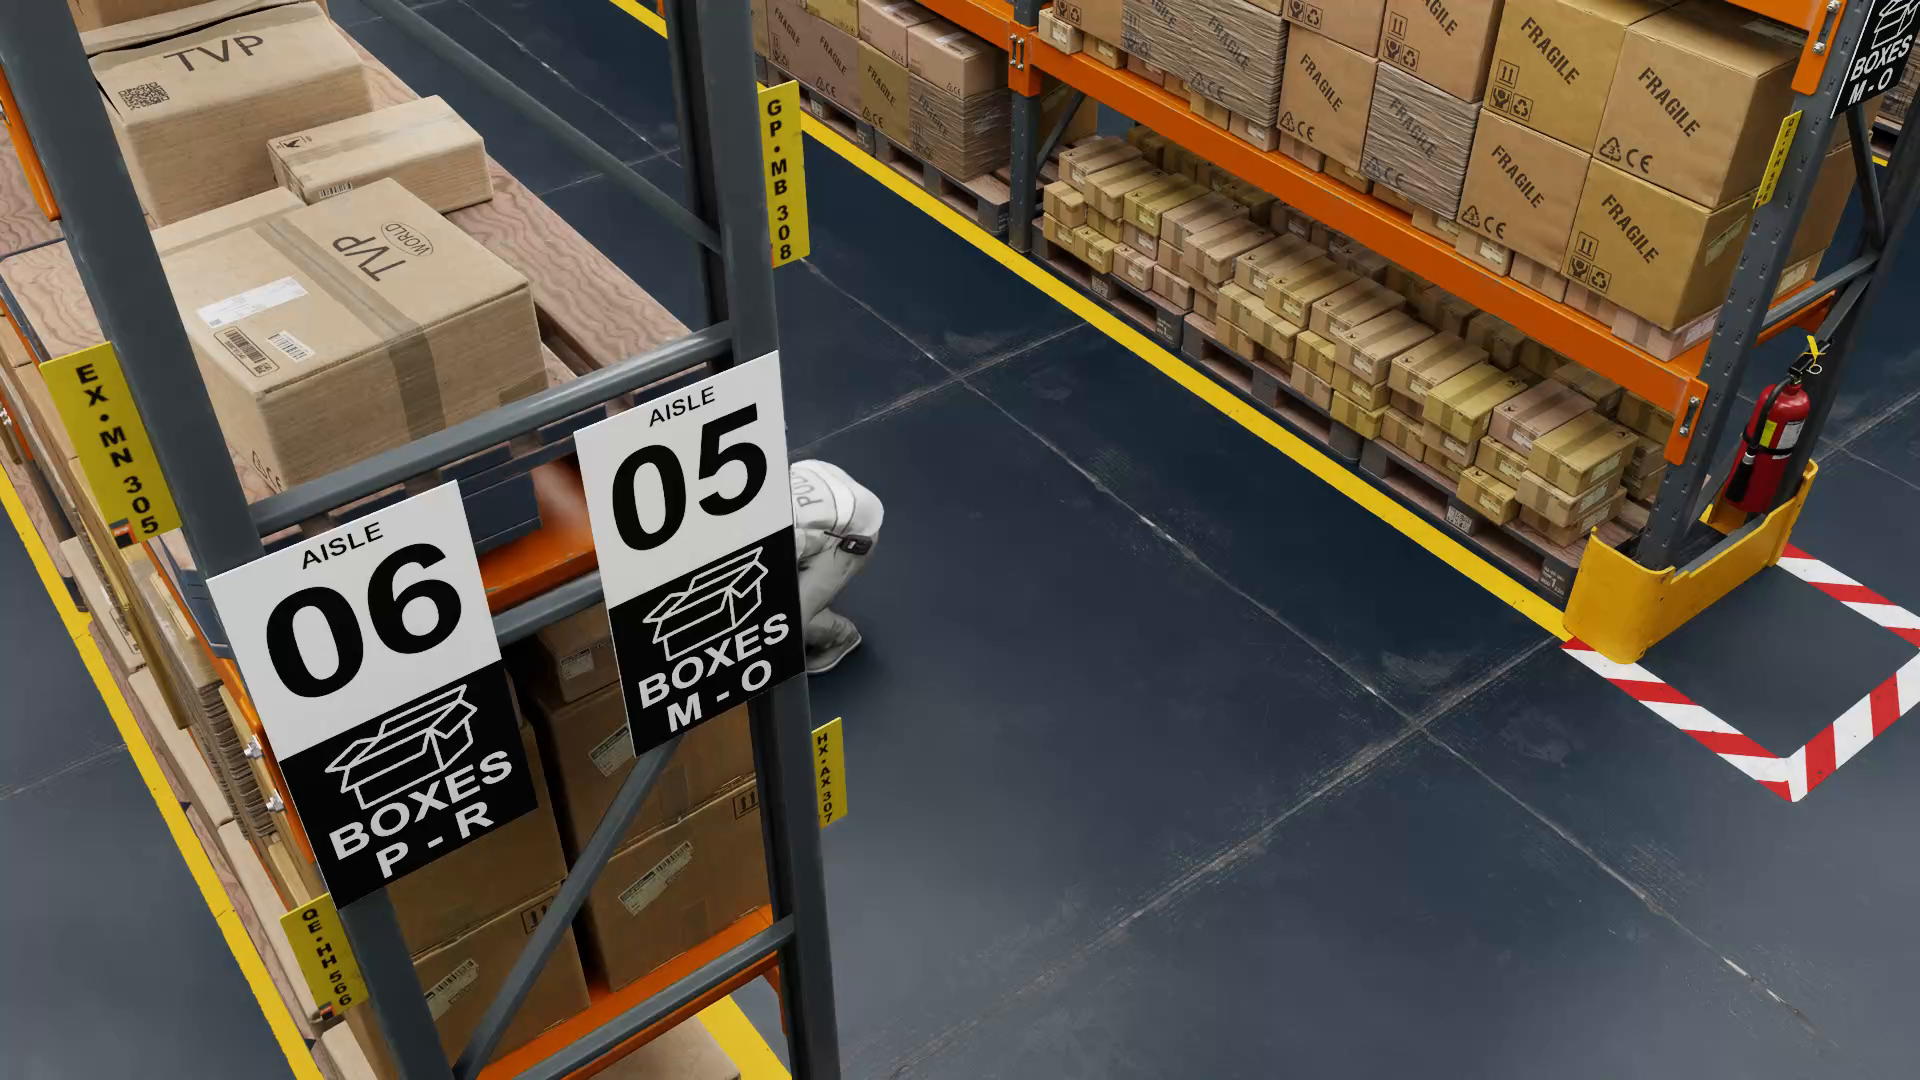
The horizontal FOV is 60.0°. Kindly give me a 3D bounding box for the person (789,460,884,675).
[{"bbox_3d":[-0.722,0.112,6.589,0.902,0.940,0.517,-28,48,-29],"label":"person"}]
